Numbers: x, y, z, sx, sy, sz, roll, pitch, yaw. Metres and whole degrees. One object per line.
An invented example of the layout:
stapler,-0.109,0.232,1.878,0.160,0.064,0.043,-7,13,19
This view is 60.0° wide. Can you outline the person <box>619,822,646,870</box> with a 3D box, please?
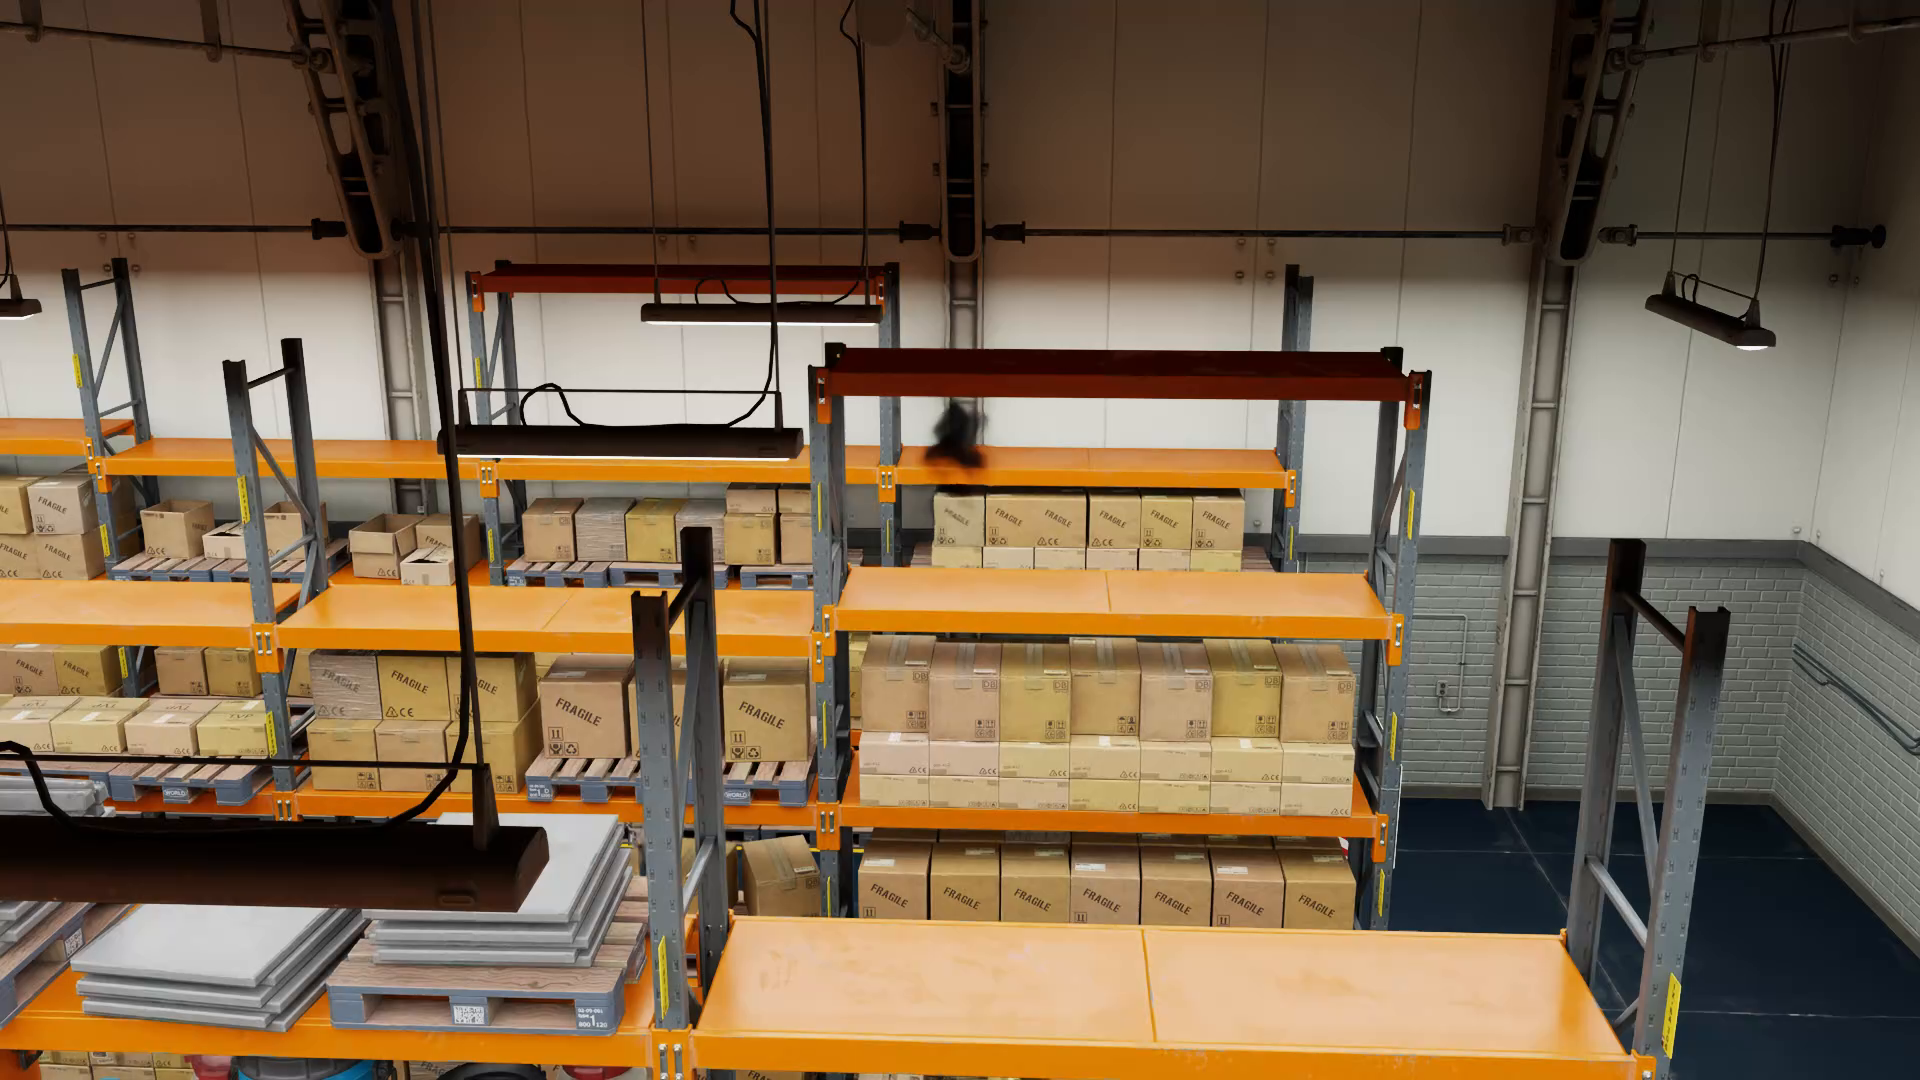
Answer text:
person,-2.833,2.742,15.194,1.083,1.710,0.584,0,16,-1
